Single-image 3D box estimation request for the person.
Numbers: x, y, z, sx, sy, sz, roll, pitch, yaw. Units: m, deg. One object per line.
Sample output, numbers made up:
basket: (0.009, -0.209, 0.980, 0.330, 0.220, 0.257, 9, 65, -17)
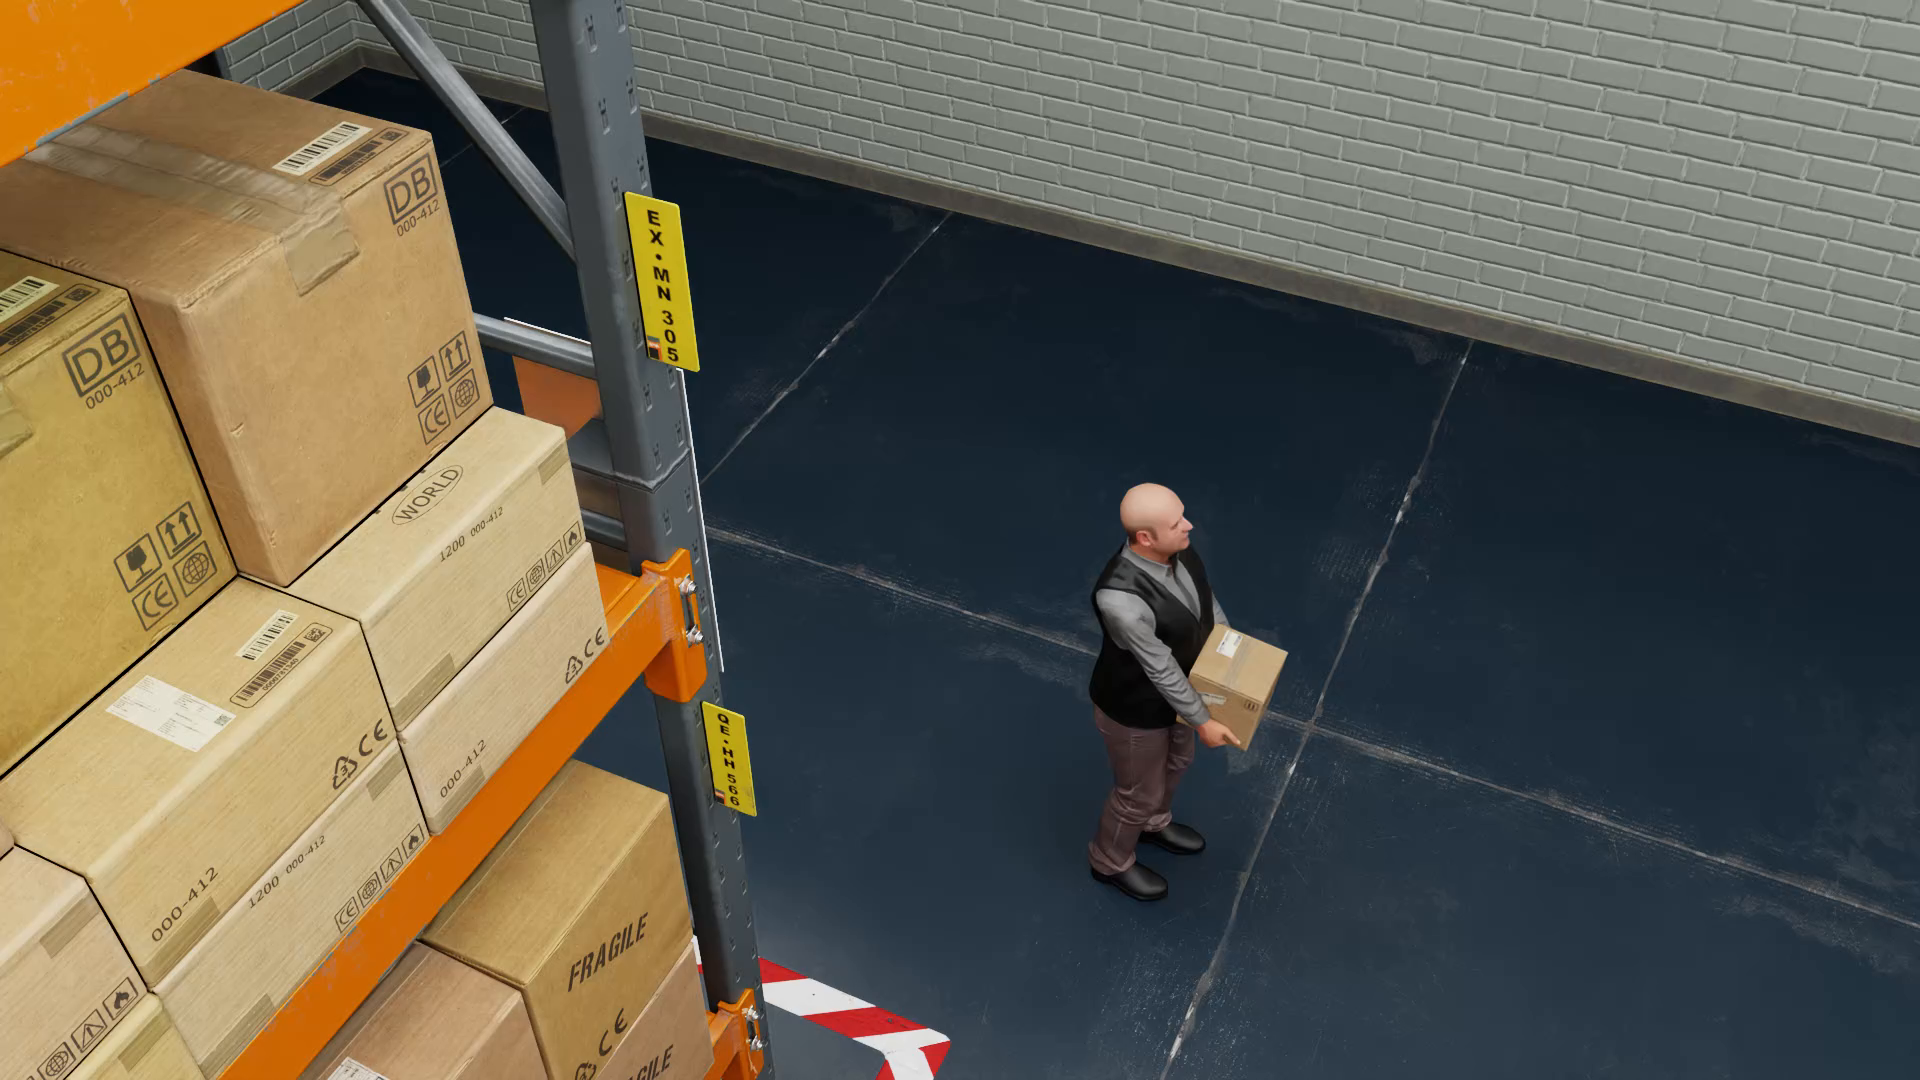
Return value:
person: (0.722, 0.532, 5.588, 0.550, 1.711, 0.494, 18, 45, 19)
